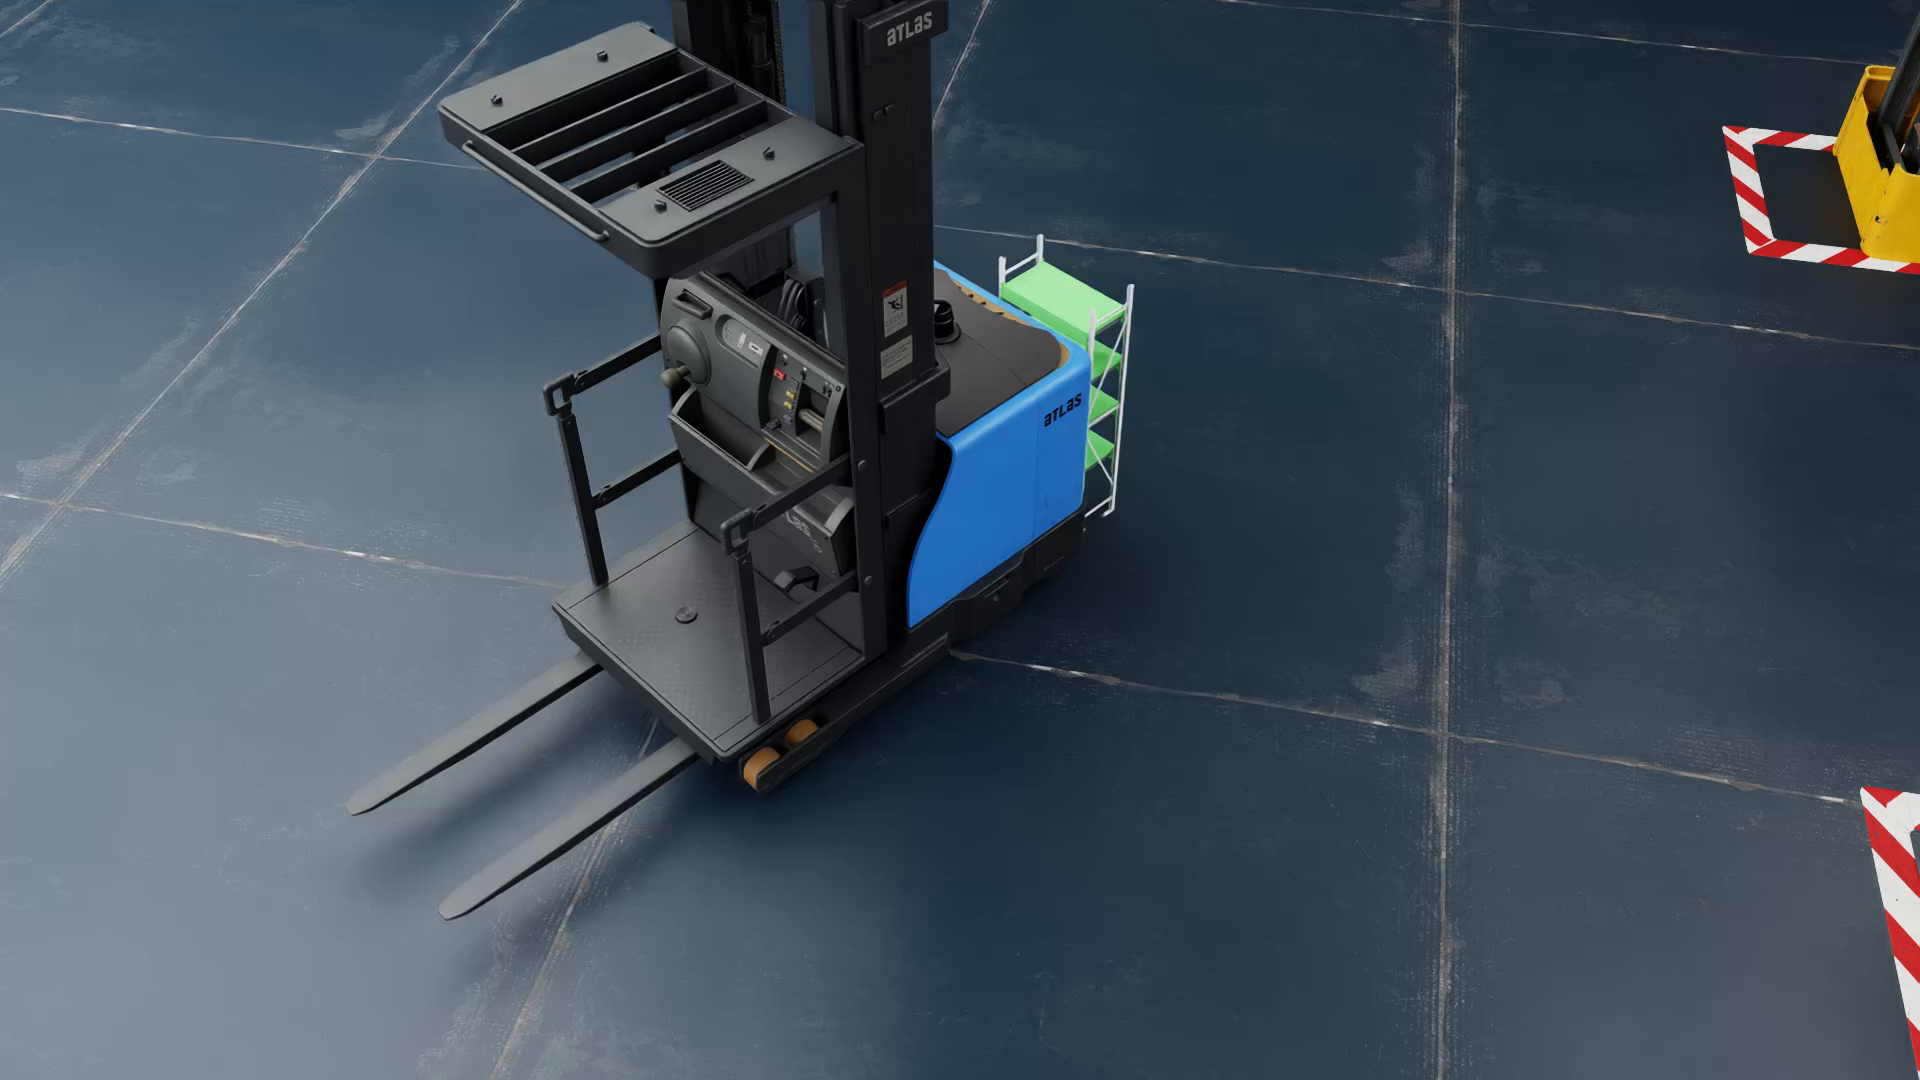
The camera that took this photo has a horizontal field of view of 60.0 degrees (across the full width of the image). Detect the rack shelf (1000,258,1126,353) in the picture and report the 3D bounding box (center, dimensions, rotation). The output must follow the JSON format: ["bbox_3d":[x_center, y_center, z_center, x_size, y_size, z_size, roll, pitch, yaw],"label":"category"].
[{"bbox_3d":[0.420,-0.931,6.712,0.258,0.148,0.480,-34,54,-30],"label":"rack shelf"}]

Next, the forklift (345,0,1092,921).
[{"bbox_3d":[-0.876,-0.523,5.640,3.031,2.935,1.130,-34,54,-30],"label":"forklift"}]

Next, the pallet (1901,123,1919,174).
[{"bbox_3d":[5.835,-1.843,8.972,1.213,0.211,1.003,9,45,9],"label":"pallet"}]

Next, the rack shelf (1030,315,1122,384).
[{"bbox_3d":[0.420,-0.758,6.878,0.258,0.148,0.480,-34,54,-30],"label":"rack shelf"}]

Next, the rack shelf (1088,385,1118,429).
[{"bbox_3d":[0.420,-0.585,7.044,0.258,0.148,0.480,-34,54,-30],"label":"rack shelf"}]

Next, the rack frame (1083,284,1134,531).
[{"bbox_3d":[0.591,-0.510,6.875,0.240,1.200,0.015,-34,54,-30],"label":"rack frame"}]

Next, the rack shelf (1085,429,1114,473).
[{"bbox_3d":[0.420,-0.412,7.211,0.258,0.148,0.480,-34,54,-30],"label":"rack shelf"}]

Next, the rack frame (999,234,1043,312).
[{"bbox_3d":[0.248,-0.751,7.125,0.240,1.200,0.015,-34,54,-30],"label":"rack frame"}]

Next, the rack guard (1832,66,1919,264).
[{"bbox_3d":[5.057,-2.038,8.967,0.348,0.500,1.175,9,45,9],"label":"rack guard"}]

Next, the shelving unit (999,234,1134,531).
[{"bbox_3d":[0.420,-0.631,7.000,0.258,1.200,0.503,-34,54,-30],"label":"shelving unit"}]

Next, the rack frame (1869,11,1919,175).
[{"bbox_3d":[5.080,-2.935,8.096,0.127,3.000,1.000,9,45,9],"label":"rack frame"}]
